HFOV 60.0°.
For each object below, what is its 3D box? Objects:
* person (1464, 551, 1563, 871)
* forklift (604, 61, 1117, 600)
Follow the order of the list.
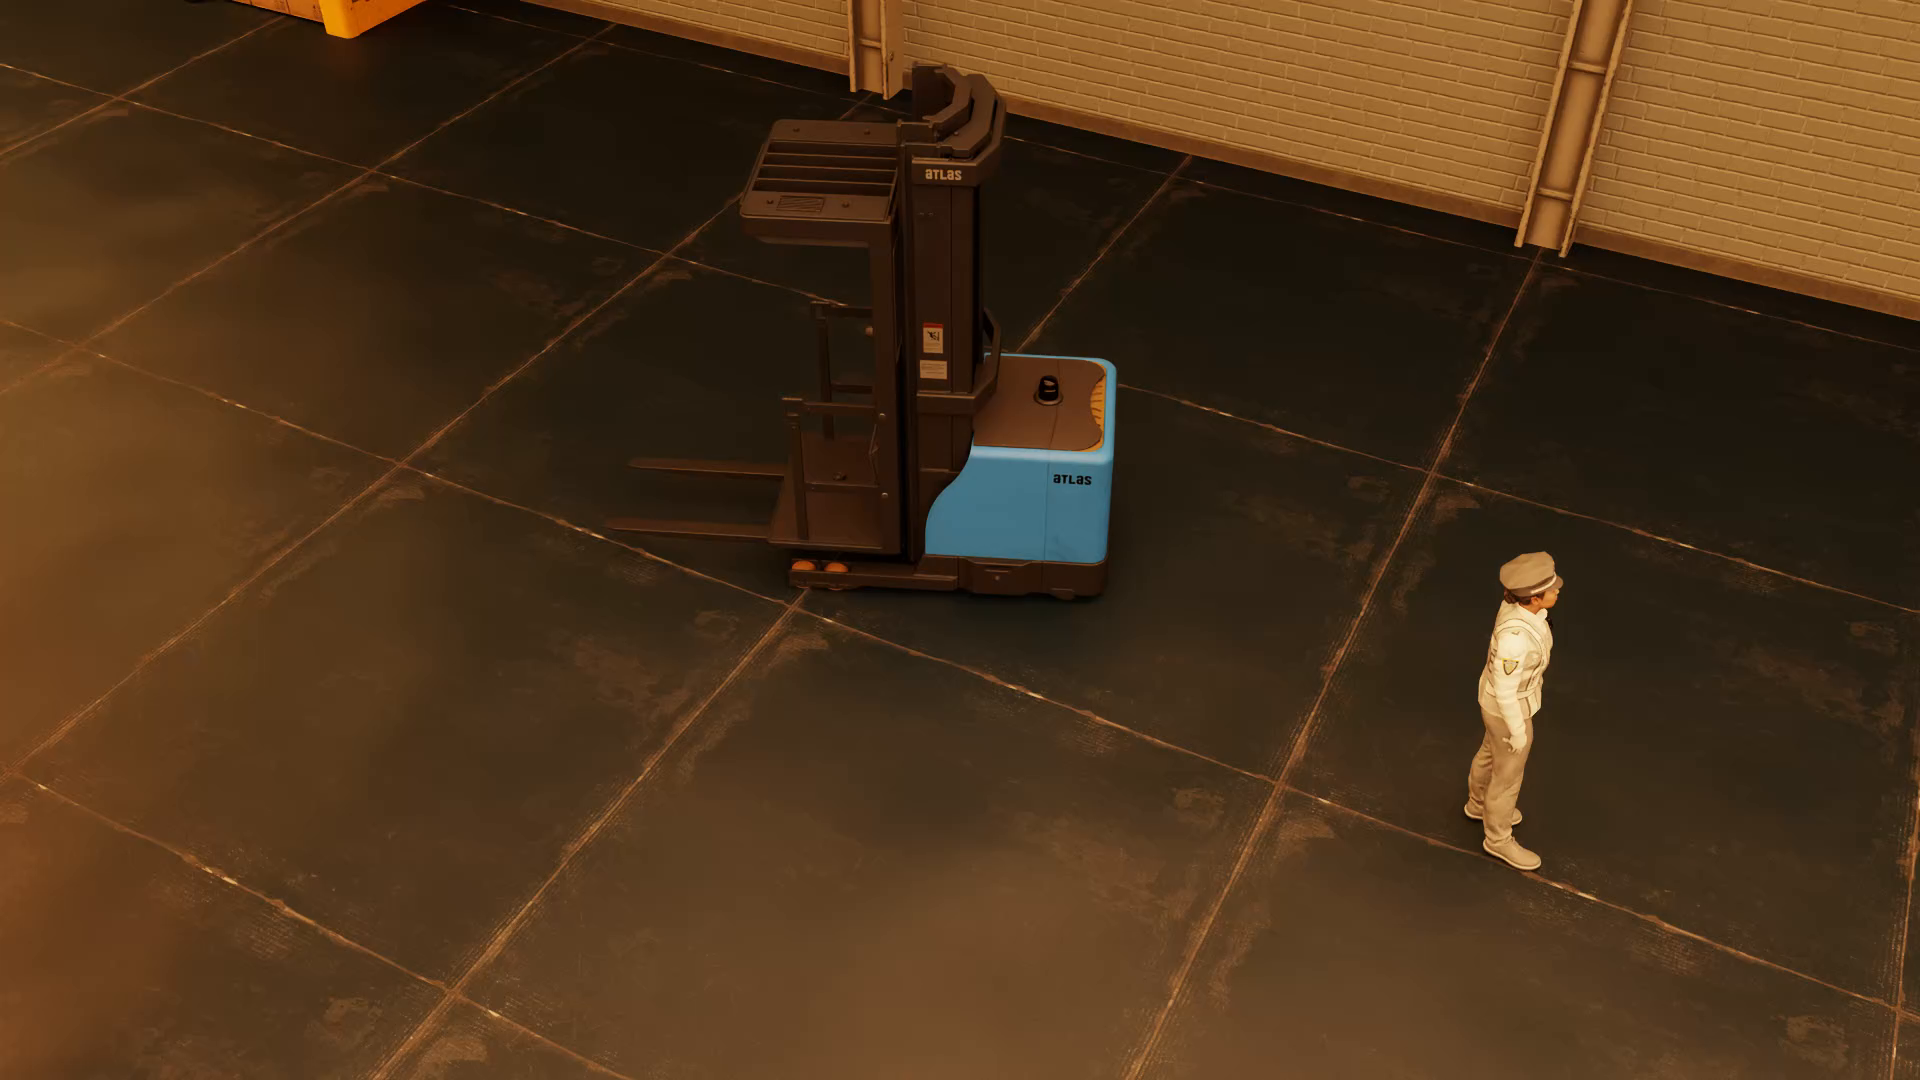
[{"bbox_3d":[2.718,0.785,8.002,0.533,1.695,0.587,12,42,14],"label":"person"},{"bbox_3d":[-0.606,-1.157,9.360,3.031,2.935,1.130,3,40,4],"label":"forklift"}]
